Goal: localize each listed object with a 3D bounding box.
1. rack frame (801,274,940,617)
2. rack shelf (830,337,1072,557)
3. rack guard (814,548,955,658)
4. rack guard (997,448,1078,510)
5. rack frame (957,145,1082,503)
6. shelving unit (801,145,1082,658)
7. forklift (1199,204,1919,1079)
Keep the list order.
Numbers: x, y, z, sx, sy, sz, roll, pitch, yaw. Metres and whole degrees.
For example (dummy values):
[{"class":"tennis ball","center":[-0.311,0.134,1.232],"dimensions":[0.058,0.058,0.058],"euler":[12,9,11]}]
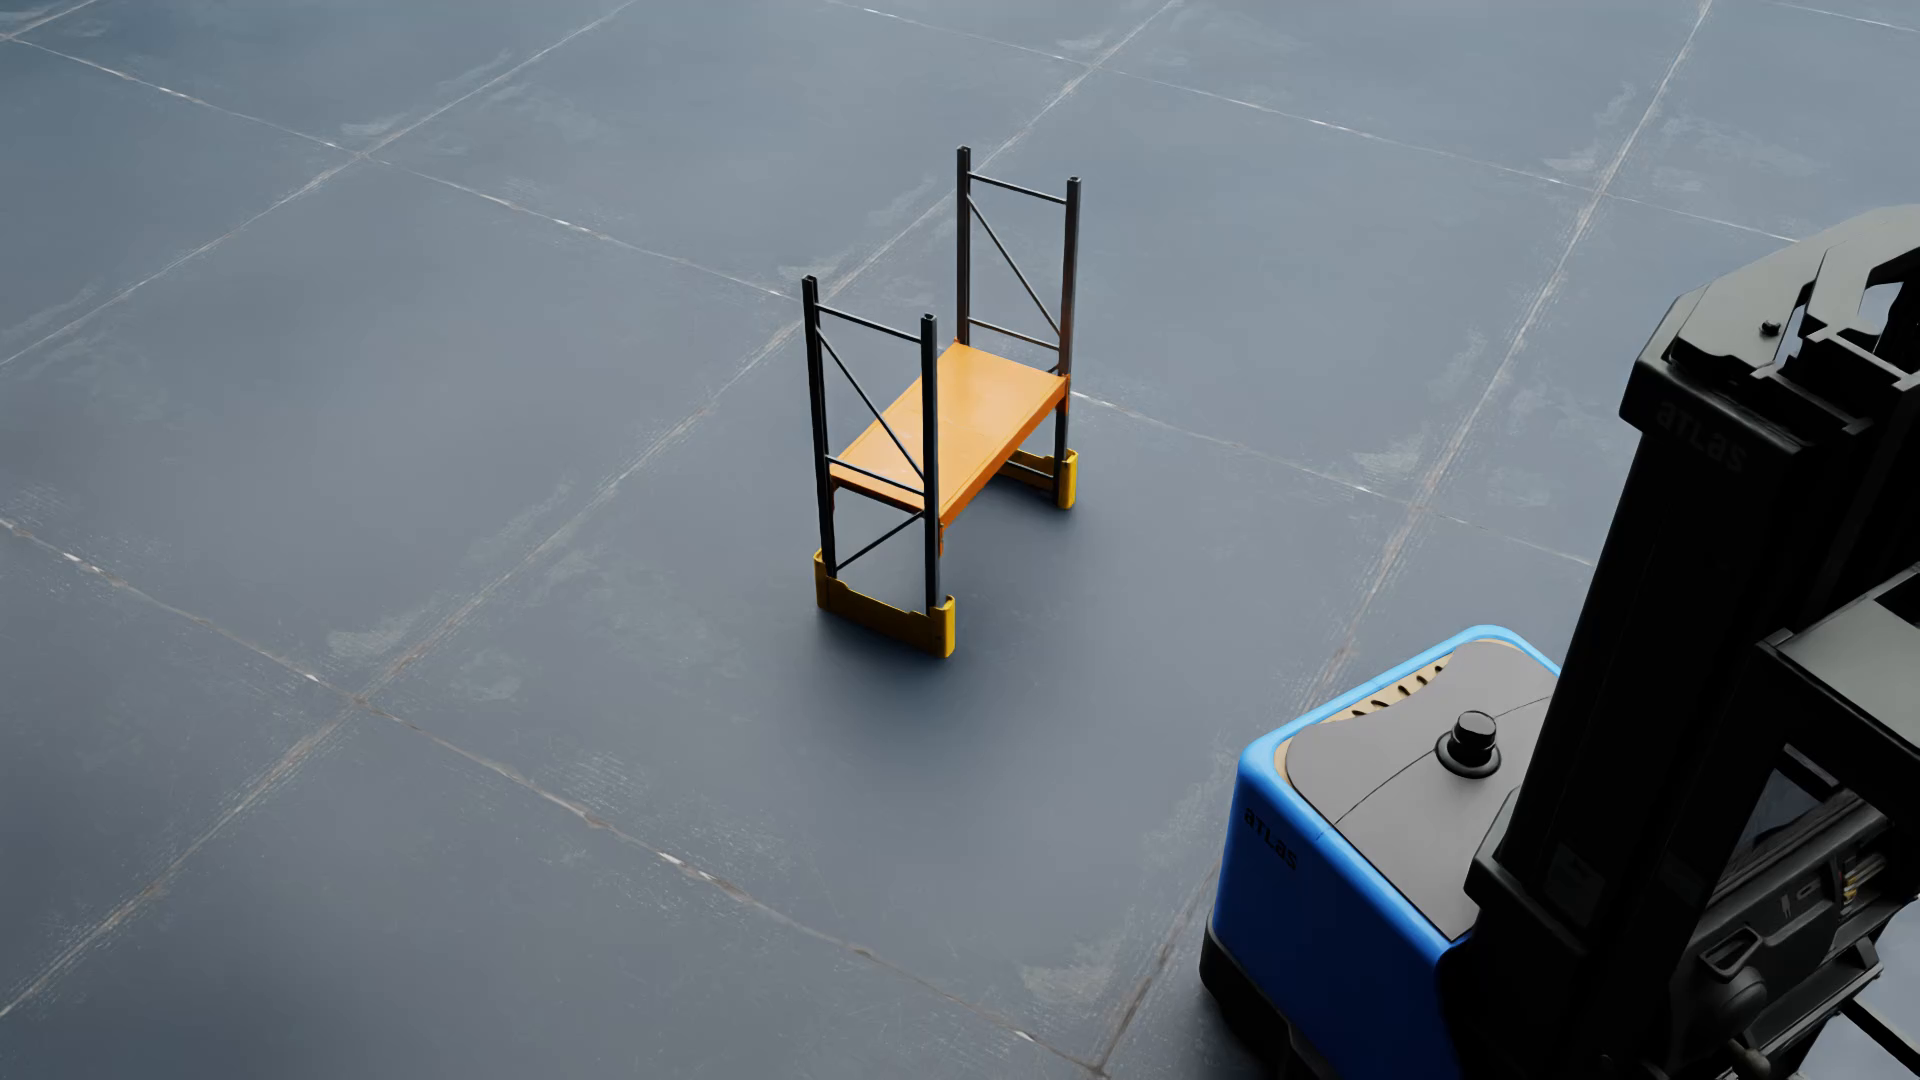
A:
[{"class":"rack frame","center":[-0.297,-0.223,5.869],"dimensions":[0.500,1.500,0.032],"euler":[21,45,22]},{"class":"rack shelf","center":[-0.043,-0.379,6.318],"dimensions":[0.538,0.185,1.000],"euler":[21,45,22]},{"class":"rack guard","center":[-0.287,0.235,6.294],"dimensions":[0.587,0.250,0.087],"euler":[21,45,22]},{"class":"rack guard","center":[0.211,-0.335,6.941],"dimensions":[0.587,0.250,0.087],"euler":[21,45,22]},{"class":"rack frame","center":[0.212,-0.805,6.529],"dimensions":[0.500,1.500,0.032],"euler":[21,45,22]},{"class":"shelving unit","center":[-0.038,-0.519,6.205],"dimensions":[0.587,1.500,1.083],"euler":[21,45,22]},{"class":"forklift","center":[1.954,0.922,3.485],"dimensions":[1.130,2.935,3.031],"euler":[-23,46,-24]}]
